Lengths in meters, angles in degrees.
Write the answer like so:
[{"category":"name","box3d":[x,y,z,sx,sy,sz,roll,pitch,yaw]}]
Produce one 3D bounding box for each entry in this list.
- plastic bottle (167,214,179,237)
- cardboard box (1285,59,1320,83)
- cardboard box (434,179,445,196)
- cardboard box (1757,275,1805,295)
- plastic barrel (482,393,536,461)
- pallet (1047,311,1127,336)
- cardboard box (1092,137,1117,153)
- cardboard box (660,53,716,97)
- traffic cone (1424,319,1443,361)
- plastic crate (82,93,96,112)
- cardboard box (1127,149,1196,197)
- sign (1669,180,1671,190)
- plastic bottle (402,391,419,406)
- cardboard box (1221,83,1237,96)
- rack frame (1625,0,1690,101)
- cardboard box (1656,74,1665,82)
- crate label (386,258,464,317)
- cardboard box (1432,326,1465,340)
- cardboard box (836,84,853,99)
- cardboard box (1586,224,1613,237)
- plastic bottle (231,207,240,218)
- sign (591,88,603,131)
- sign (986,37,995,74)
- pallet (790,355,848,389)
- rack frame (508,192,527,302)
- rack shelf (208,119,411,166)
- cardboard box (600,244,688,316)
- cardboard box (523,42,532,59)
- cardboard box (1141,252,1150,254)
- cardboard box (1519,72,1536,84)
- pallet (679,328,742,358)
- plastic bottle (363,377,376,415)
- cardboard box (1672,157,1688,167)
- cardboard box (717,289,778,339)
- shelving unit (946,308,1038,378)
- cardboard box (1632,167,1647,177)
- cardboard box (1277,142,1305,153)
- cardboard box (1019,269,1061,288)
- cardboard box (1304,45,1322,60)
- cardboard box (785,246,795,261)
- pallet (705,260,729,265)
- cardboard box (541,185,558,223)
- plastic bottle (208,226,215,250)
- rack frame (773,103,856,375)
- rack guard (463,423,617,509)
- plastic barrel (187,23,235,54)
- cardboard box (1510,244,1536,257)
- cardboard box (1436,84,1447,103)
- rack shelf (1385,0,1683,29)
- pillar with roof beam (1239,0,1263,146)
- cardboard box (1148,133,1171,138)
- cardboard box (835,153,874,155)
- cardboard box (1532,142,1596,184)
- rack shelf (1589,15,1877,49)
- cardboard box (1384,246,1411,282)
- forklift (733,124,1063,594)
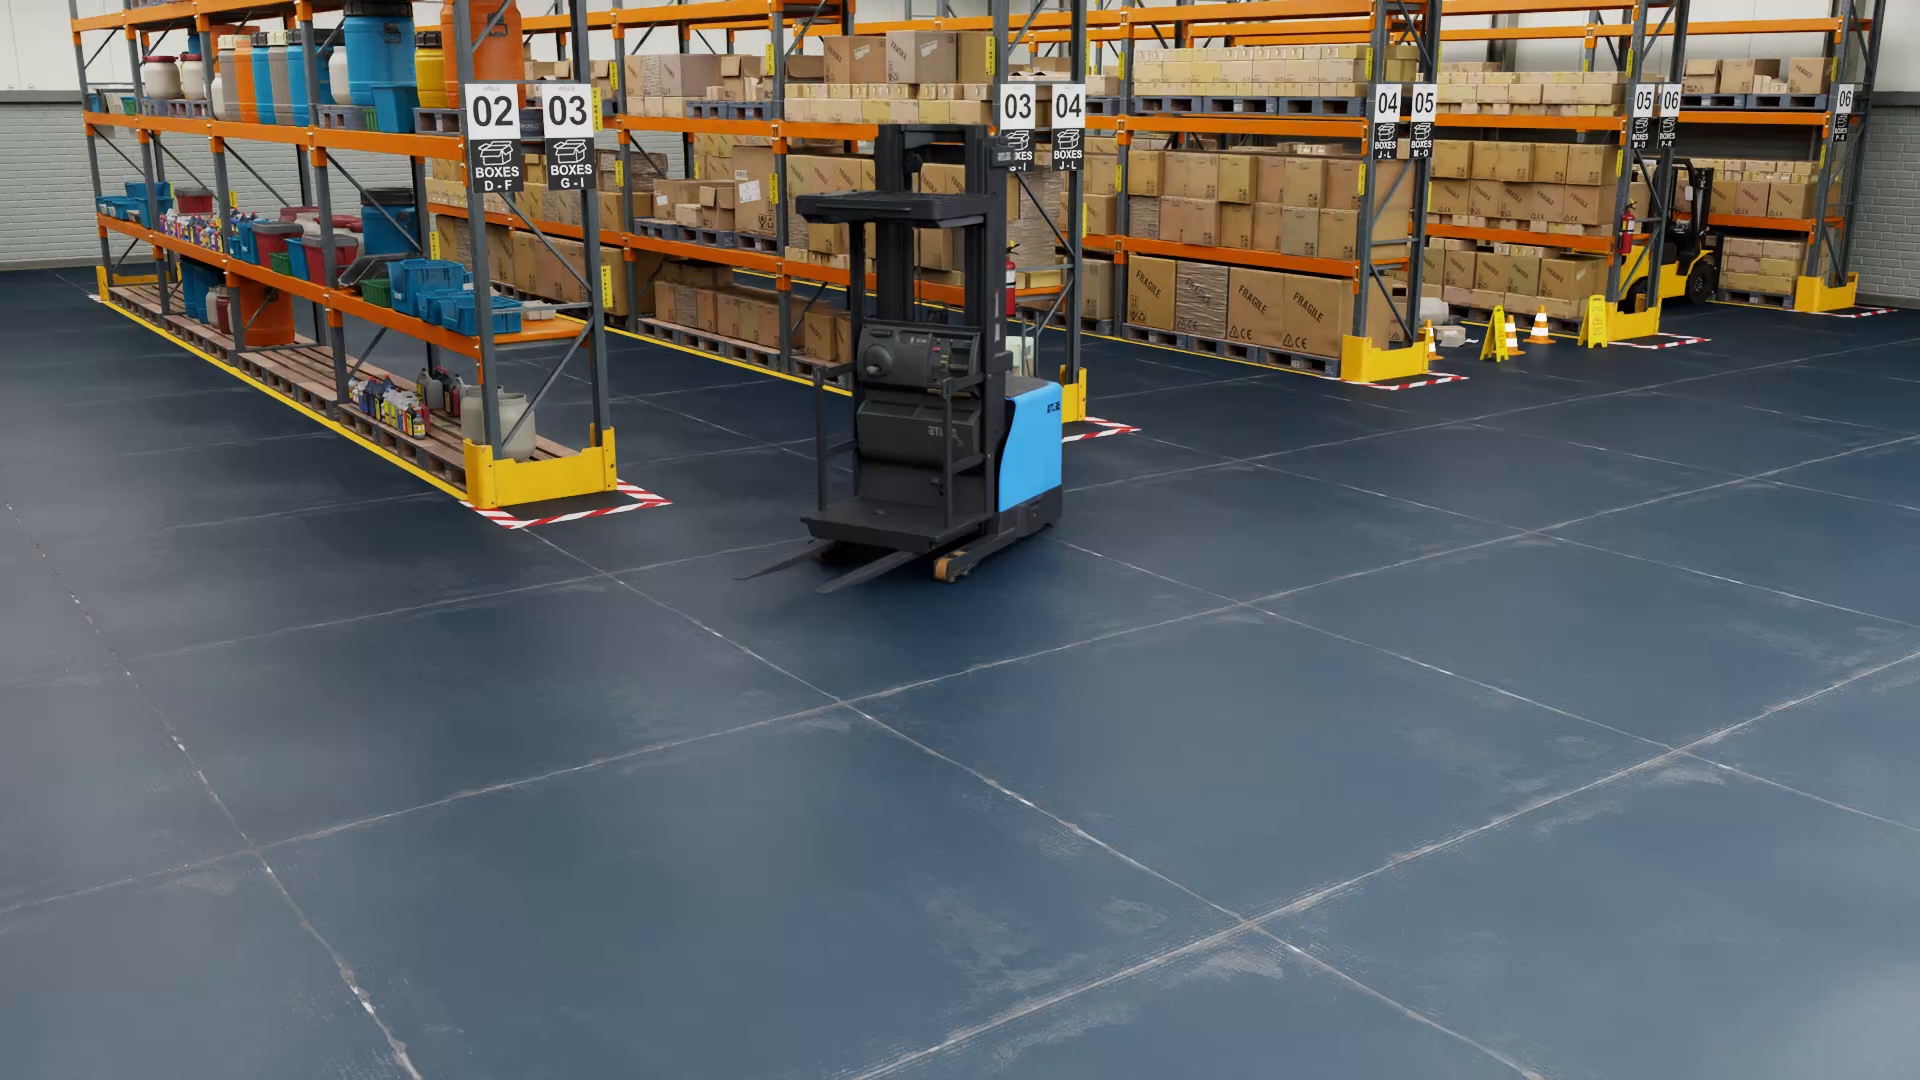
[{"category":"plastic bottle","box3d":[-10.148,-4.066,21.486,0.152,0.276,0.135,-11,19,-35]},{"category":"cardboard box","box3d":[3.999,-5.254,18.643,0.500,0.250,0.500,-11,19,-34]},{"category":"cardboard box","box3d":[-8.298,-5.802,27.313,0.500,0.250,0.500,-11,19,-35]},{"category":"cardboard box","box3d":[12.232,-3.806,24.712,0.500,0.250,0.500,-11,19,-34]},{"category":"plastic barrel","box3d":[-3.720,-0.931,13.713,0.421,0.512,0.421,0,15,0]},{"category":"pallet","box3d":[1.940,-2.979,22.561,1.003,0.211,1.213,-11,19,-35]},{"category":"cardboard box","box3d":[2.645,-6.740,28.936,0.500,0.500,0.500,-11,19,-35]},{"category":"cardboard box","box3d":[-3.304,-5.658,20.247,0.500,0.500,0.500,-12,19,-36]},{"category":"traffic cone","box3d":[5.643,-2.427,20.068,0.336,0.463,0.334,-11,19,-35]},{"category":"plastic crate","box3d":[-12.678,-6.475,24.616,0.497,0.269,0.590,-11,19,-35]},{"category":"cardboard box","box3d":[2.644,-4.680,21.164,0.875,0.550,0.550,-11,19,-35]},{"category":"sign","box3d":[9.190,-4.609,21.593,0.100,0.325,0.005,-11,19,-35]},{"category":"plastic bottle","box3d":[-5.018,-1.213,15.152,0.152,0.276,0.135,-11,19,-35]},{"category":"cardboard box","box3d":[3.288,-5.292,19.539,0.380,0.149,0.250,-11,19,-34]},{"category":"rack frame","box3d":[8.751,-7.000,20.607,1.000,3.000,0.127,-11,19,-35]},{"category":"cardboard box","box3d":[10.704,-7.171,26.098,0.500,0.311,0.500,-10,18,-33]},{"category":"crate label","box3d":[-4.572,-2.168,14.248,0.502,0.435,0.616,-11,19,-35]},{"category":"cardboard box","box3d":[6.347,-2.698,21.652,0.380,0.149,0.250,-2,15,-6]},{"category":"cardboard box","box3d":[-1.056,-4.649,17.226,0.380,0.149,0.250,-11,19,-36]},{"category":"cardboard box","box3d":[8.358,-4.032,21.603,0.380,0.149,0.250,-10,18,-33]},{"category":"plastic bottle","box3d":[-9.413,-4.154,21.663,0.144,0.351,0.185,-11,19,-35]},{"category":"sign","box3d":[-2.824,-3.335,12.882,0.100,0.325,0.005,-11,19,-35]},{"category":"sign","box3d":[0.274,-4.361,14.967,0.100,0.325,0.005,-11,19,-35]},{"category":"pallet","box3d":[-1.193,-1.940,18.764,1.003,0.211,1.213,-11,19,-35]},{"category":"rack frame","box3d":[-6.320,-5.131,25.141,1.000,3.000,0.127,-11,19,-35]},{"category":"rack shelf","box3d":[-6.799,-4.181,17.350,1.077,0.370,4.000,-11,19,-35]},{"category":"cardboard box","box3d":[-4.358,-3.605,22.796,1.225,0.875,0.875,-12,19,-37]},{"category":"cardboard box","box3d":[-6.868,-7.440,25.302,0.500,0.250,0.500,-12,20,-38]},{"category":"cardboard box","box3d":[3.708,-5.153,28.452,0.875,0.875,0.875,-11,19,-35]},{"category":"cardboard box","box3d":[7.650,-6.132,22.080,0.380,0.149,0.250,-12,19,-36]},{"category":"pallet","box3d":[-2.797,-2.505,20.827,1.003,0.211,1.213,-11,19,-35]},{"category":"plastic bottle","box3d":[-5.484,-1.352,15.517,0.144,0.351,0.185,-10,18,-33]},{"category":"cardboard box","box3d":[11.181,-5.860,25.823,0.380,0.149,0.250,-11,19,-35]},{"category":"cardboard box","box3d":[-2.555,-2.788,20.482,0.700,0.500,0.500,-13,20,-39]},{"category":"shelving unit","box3d":[0.184,-1.018,12.953,0.755,1.500,0.431,5,16,17]},{"category":"cardboard box","box3d":[10.801,-5.814,26.218,0.380,0.149,0.250,-10,18,-33]},{"category":"cardboard box","box3d":[5.238,-6.217,26.331,0.380,0.149,0.250,-12,19,-37]},{"category":"cardboard box","box3d":[0.760,-2.545,16.170,0.380,0.149,0.250,-11,19,-35]},{"category":"cardboard box","box3d":[4.038,-5.405,18.442,0.380,0.149,0.250,-10,18,-34]},{"category":"cardboard box","box3d":[-1.734,-3.209,18.595,0.380,0.149,0.250,-11,19,-35]},{"category":"pallet","box3d":[-4.107,-5.193,30.651,1.003,0.211,1.213,-11,19,-35]},{"category":"cardboard box","box3d":[-5.662,-4.828,23.845,0.500,0.500,0.500,-11,19,-36]},{"category":"plastic bottle","box3d":[-8.861,-3.585,19.735,0.097,0.271,0.097,0,15,0]},{"category":"rack frame","box3d":[-1.617,-3.423,18.900,1.000,3.000,0.127,-11,19,-35]},{"category":"rack guard","box3d":[-3.354,-0.603,13.333,1.175,0.500,0.348,-11,19,-35]},{"category":"plastic barrel","box3d":[-9.200,-5.913,20.570,0.600,0.901,0.708,-11,19,-35]},{"category":"cardboard box","box3d":[7.654,-3.910,22.445,0.380,0.149,0.250,-10,18,-34]},{"category":"cardboard box","box3d":[6.747,-6.234,23.209,0.500,0.250,0.500,-11,19,-35]},{"category":"rack shelf","box3d":[7.575,-7.079,22.263,1.077,0.370,4.000,-11,19,-35]},{"category":"pillar with roof beam","box3d":[2.546,-9.954,31.400,9.100,9.000,0.400,-11,19,-35]},{"category":"cardboard box","box3d":[4.288,-8.269,34.905,0.500,0.500,0.500,-10,18,-33]},{"category":"cardboard box","box3d":[-1.130,-4.043,18.520,0.500,0.500,0.500,-11,19,-35]},{"category":"cardboard box","box3d":[7.983,-4.965,21.889,0.700,0.500,0.500,-11,19,-34]},{"category":"rack shelf","box3d":[11.588,-7.659,25.133,1.077,0.370,4.000,-11,19,-35]},{"category":"cardboard box","box3d":[6.528,-4.031,24.115,0.500,0.500,0.500,-10,18,-32]},{"category":"forklift","box3d":[-0.386,-1.267,11.153,1.130,2.935,3.031,8,17,28]}]
